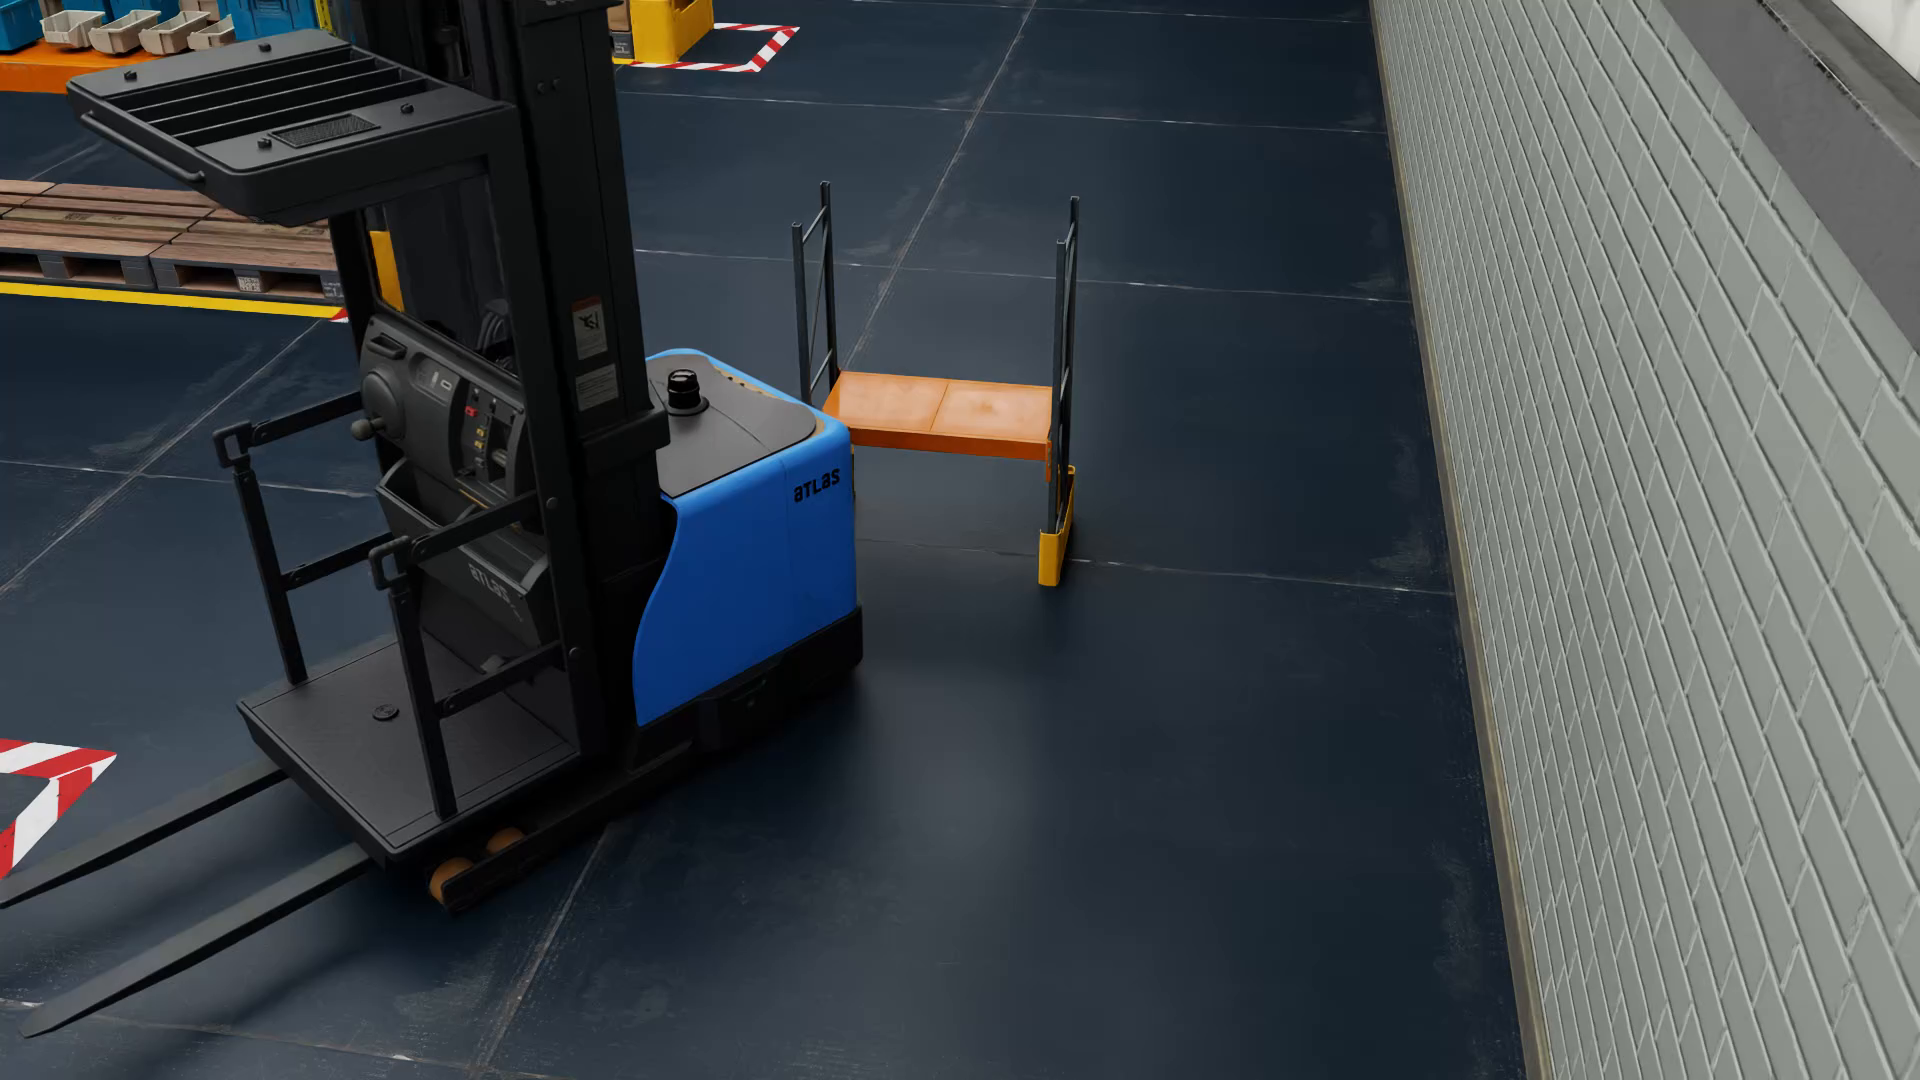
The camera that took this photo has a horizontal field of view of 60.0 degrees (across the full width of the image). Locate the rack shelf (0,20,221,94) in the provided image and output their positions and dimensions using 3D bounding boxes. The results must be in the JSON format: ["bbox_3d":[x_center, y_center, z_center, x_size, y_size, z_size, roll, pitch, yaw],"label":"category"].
[{"bbox_3d":[-5.101,-2.688,9.395,4.000,0.370,1.077,5,32,8],"label":"rack shelf"}]

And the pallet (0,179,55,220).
[{"bbox_3d":[-6.341,-1.944,10.156,1.213,0.211,1.003,5,32,8],"label":"pallet"}]

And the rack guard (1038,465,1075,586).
[{"bbox_3d":[0.416,-0.068,7.124,0.087,0.250,0.587,5,32,8],"label":"rack guard"}]

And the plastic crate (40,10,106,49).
[{"bbox_3d":[-4.821,-2.768,9.037,0.250,0.136,0.298,5,32,8],"label":"plastic crate"}]

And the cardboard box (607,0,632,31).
[{"bbox_3d":[-2.870,-4.451,13.475,0.500,0.500,0.500,5,32,8],"label":"cardboard box"}]

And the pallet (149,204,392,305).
[{"bbox_3d":[-3.936,-1.726,9.809,1.213,0.211,1.003,5,32,8],"label":"pallet"}]

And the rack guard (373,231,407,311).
[{"bbox_3d":[-3.104,-1.759,9.589,0.348,0.500,1.175,5,32,8],"label":"rack guard"}]

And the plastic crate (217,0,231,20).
[{"bbox_3d":[-3.966,-3.022,9.351,0.300,0.233,0.416,5,32,8],"label":"plastic crate"}]

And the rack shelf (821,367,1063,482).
[{"bbox_3d":[-0.084,-0.491,6.960,1.000,0.185,0.538,5,32,8],"label":"rack shelf"}]

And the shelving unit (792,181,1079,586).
[{"bbox_3d":[-0.075,-0.643,6.863,1.083,1.500,0.587,5,32,8],"label":"shelving unit"}]

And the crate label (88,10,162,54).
[{"bbox_3d":[-4.526,-2.751,9.010,0.243,0.136,0.396,5,32,8],"label":"crate label"}]

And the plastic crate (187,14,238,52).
[{"bbox_3d":[-3.964,-2.706,8.938,0.243,0.136,0.396,5,32,8],"label":"plastic crate"}]

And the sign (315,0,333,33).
[{"bbox_3d":[-3.206,-2.594,8.413,0.005,0.325,0.100,5,32,8],"label":"sign"}]

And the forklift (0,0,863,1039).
[{"bbox_3d":[-1.768,-0.364,5.068,1.130,2.935,3.031,28,41,37],"label":"forklift"}]

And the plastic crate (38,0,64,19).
[{"bbox_3d":[-5.305,-3.087,9.546,0.466,0.136,0.293,5,32,8],"label":"plastic crate"}]

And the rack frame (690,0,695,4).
[{"bbox_3d":[-2.292,-5.404,13.057,0.127,3.000,1.000,5,32,8],"label":"rack frame"}]

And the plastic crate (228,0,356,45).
[{"bbox_3d":[-3.491,-2.787,8.785,0.499,0.435,0.616,5,32,8],"label":"plastic crate"}]

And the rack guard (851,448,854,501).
[{"bbox_3d":[-0.566,-0.157,7.266,0.087,0.250,0.587,5,32,8],"label":"rack guard"}]

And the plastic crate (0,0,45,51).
[{"bbox_3d":[-5.197,-2.818,9.026,0.300,0.233,0.416,5,32,8],"label":"plastic crate"}]

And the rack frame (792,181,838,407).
[{"bbox_3d":[-0.585,-0.689,6.937,0.032,1.500,0.500,5,32,8],"label":"rack frame"}]

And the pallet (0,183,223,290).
[{"bbox_3d":[-5.135,-1.836,9.984,1.213,0.211,1.003,5,32,8],"label":"pallet"}]

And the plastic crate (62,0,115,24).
[{"bbox_3d":[-4.911,-3.107,9.488,0.300,0.233,0.416,5,32,8],"label":"plastic crate"}]

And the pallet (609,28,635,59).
[{"bbox_3d":[-3.153,-4.300,13.921,1.213,0.211,1.003,5,32,8],"label":"pallet"}]

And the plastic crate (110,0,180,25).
[{"bbox_3d":[-4.615,-3.080,9.445,0.300,0.233,0.416,5,32,8],"label":"plastic crate"}]

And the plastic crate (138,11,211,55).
[{"bbox_3d":[-4.247,-2.739,8.991,0.243,0.136,0.396,5,32,8],"label":"plastic crate"}]

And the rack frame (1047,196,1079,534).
[{"bbox_3d":[0.417,-0.598,6.792,0.032,1.500,0.500,5,32,8],"label":"rack frame"}]

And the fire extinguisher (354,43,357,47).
[{"bbox_3d":[-3.057,-2.372,8.637,0.183,0.674,0.296,5,32,8],"label":"fire extinguisher"}]

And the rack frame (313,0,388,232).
[{"bbox_3d":[-3.129,-2.814,8.919,0.127,3.000,1.000,5,32,8],"label":"rack frame"}]

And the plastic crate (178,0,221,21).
[{"bbox_3d":[-4.288,-3.054,9.495,0.298,0.136,0.250,5,32,8],"label":"plastic crate"}]

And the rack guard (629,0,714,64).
[{"bbox_3d":[-2.367,-4.352,13.731,0.348,0.500,1.175,5,32,8],"label":"rack guard"}]
